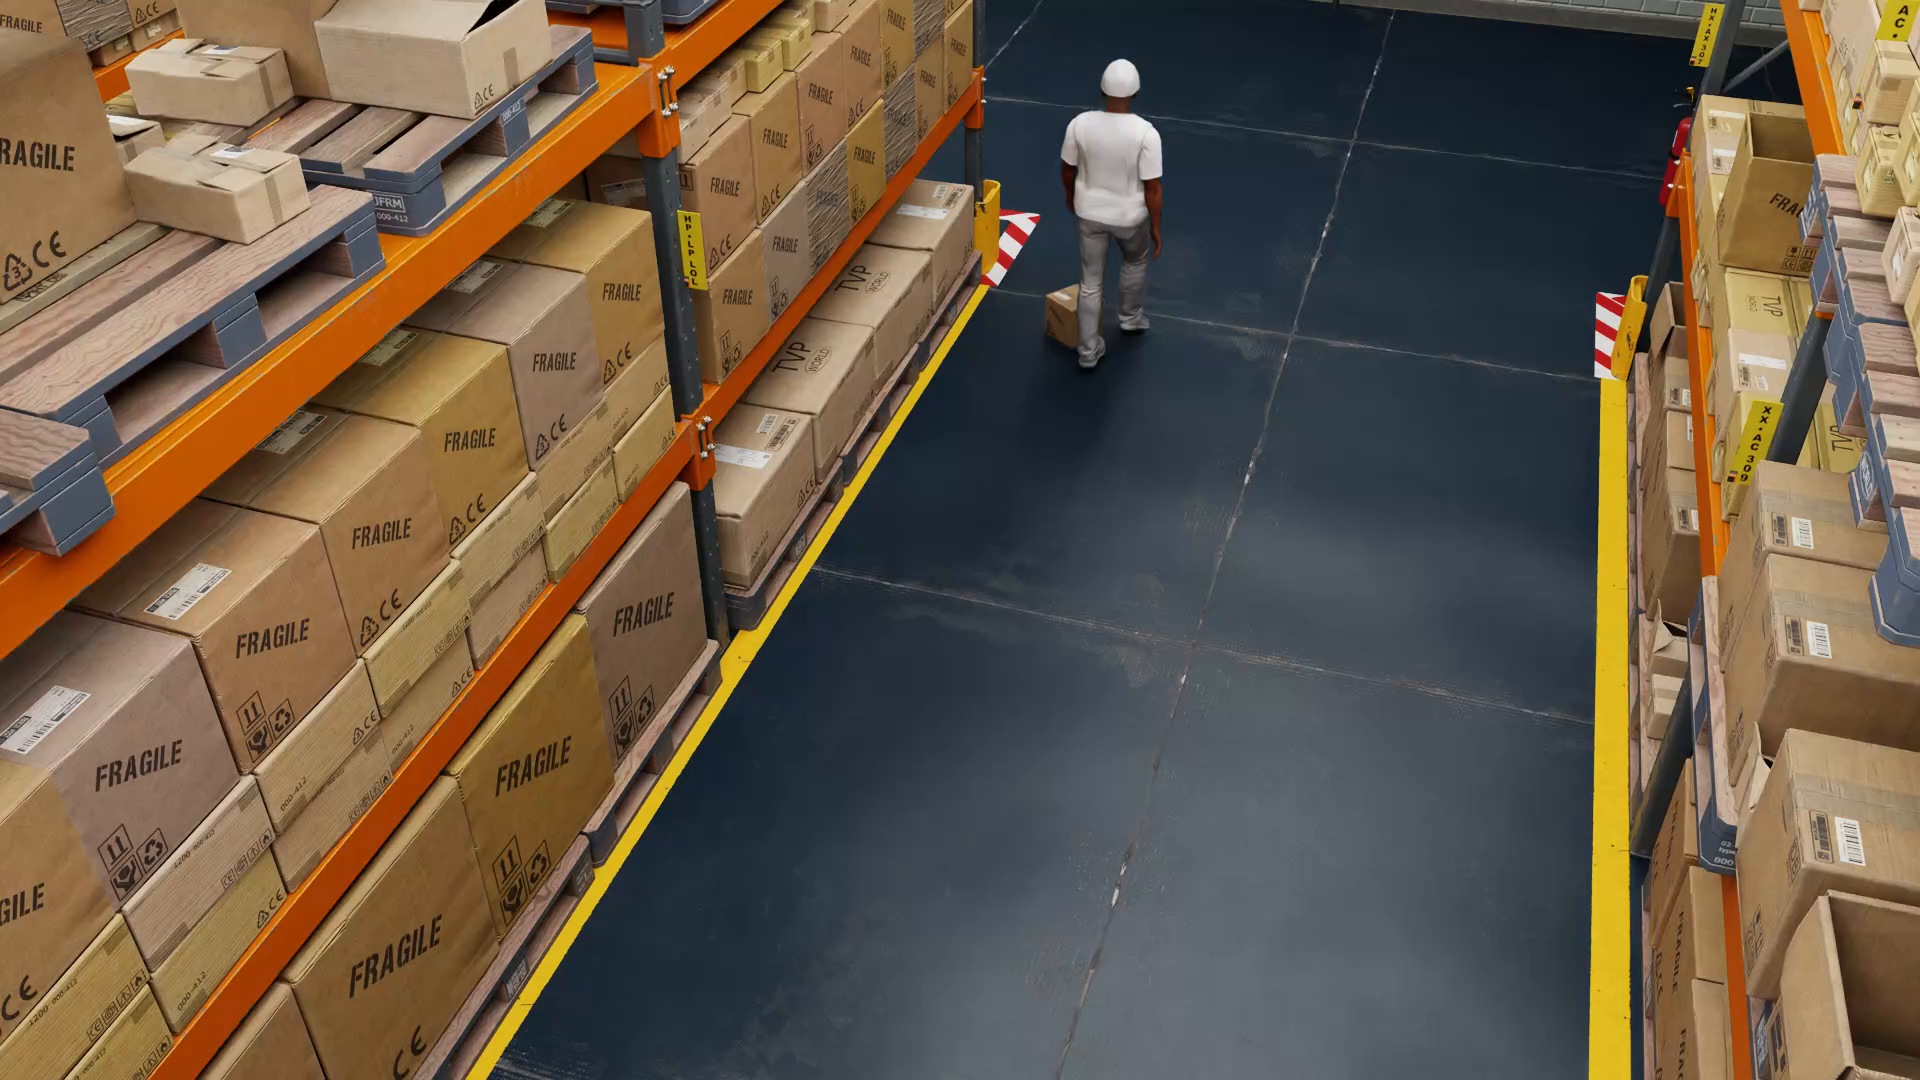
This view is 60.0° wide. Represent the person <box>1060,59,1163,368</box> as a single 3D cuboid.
[{"bbox_3d":[0.870,-1.855,9.357,0.626,1.797,0.755,10,38,12],"label":"person"}]
